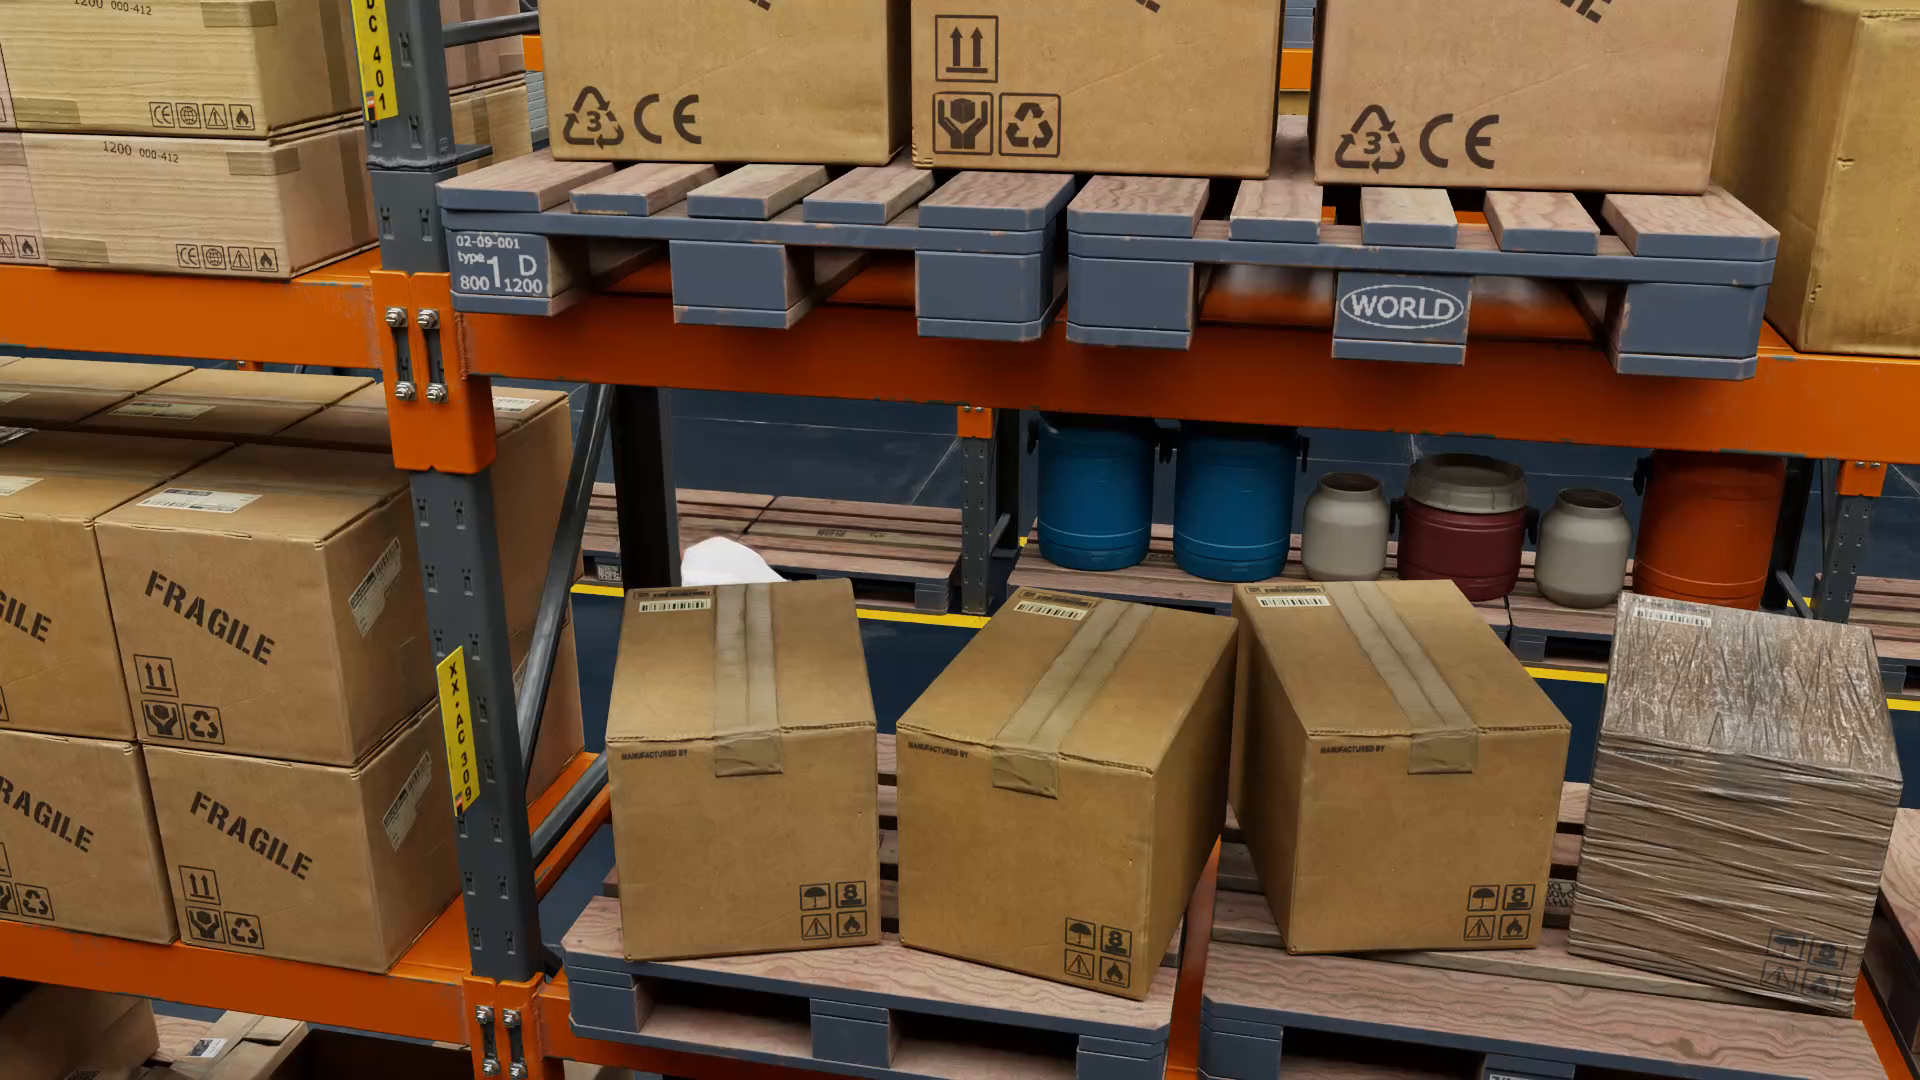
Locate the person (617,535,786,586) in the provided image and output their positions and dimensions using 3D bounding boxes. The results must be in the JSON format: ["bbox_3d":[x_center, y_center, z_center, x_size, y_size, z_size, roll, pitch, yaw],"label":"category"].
[{"bbox_3d":[-0.897,0.506,6.471,0.828,1.250,0.625,4,22,11],"label":"person"}]
